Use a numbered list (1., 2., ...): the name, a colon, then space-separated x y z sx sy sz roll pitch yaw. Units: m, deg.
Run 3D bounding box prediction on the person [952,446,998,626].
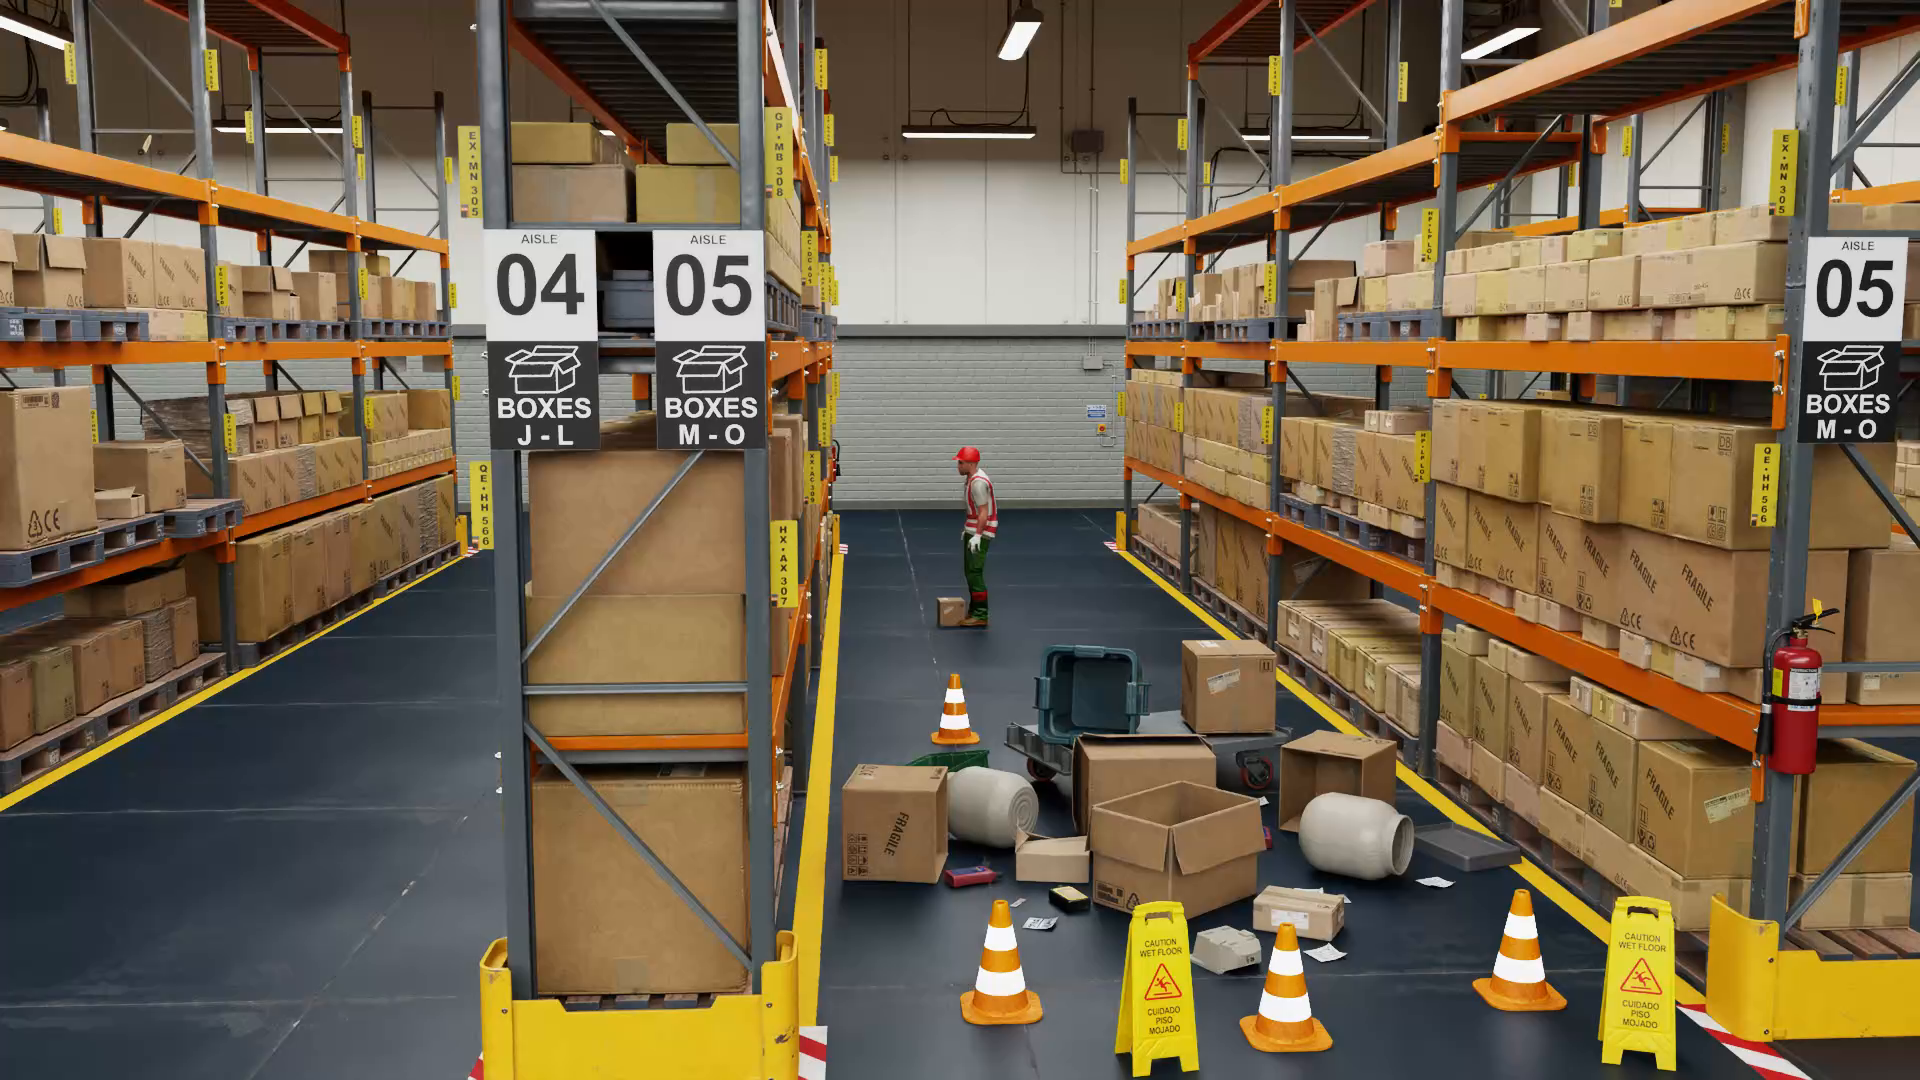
1. person: 0.138 -0.041 16.517 0.447 1.780 0.620 -1 7 -7
